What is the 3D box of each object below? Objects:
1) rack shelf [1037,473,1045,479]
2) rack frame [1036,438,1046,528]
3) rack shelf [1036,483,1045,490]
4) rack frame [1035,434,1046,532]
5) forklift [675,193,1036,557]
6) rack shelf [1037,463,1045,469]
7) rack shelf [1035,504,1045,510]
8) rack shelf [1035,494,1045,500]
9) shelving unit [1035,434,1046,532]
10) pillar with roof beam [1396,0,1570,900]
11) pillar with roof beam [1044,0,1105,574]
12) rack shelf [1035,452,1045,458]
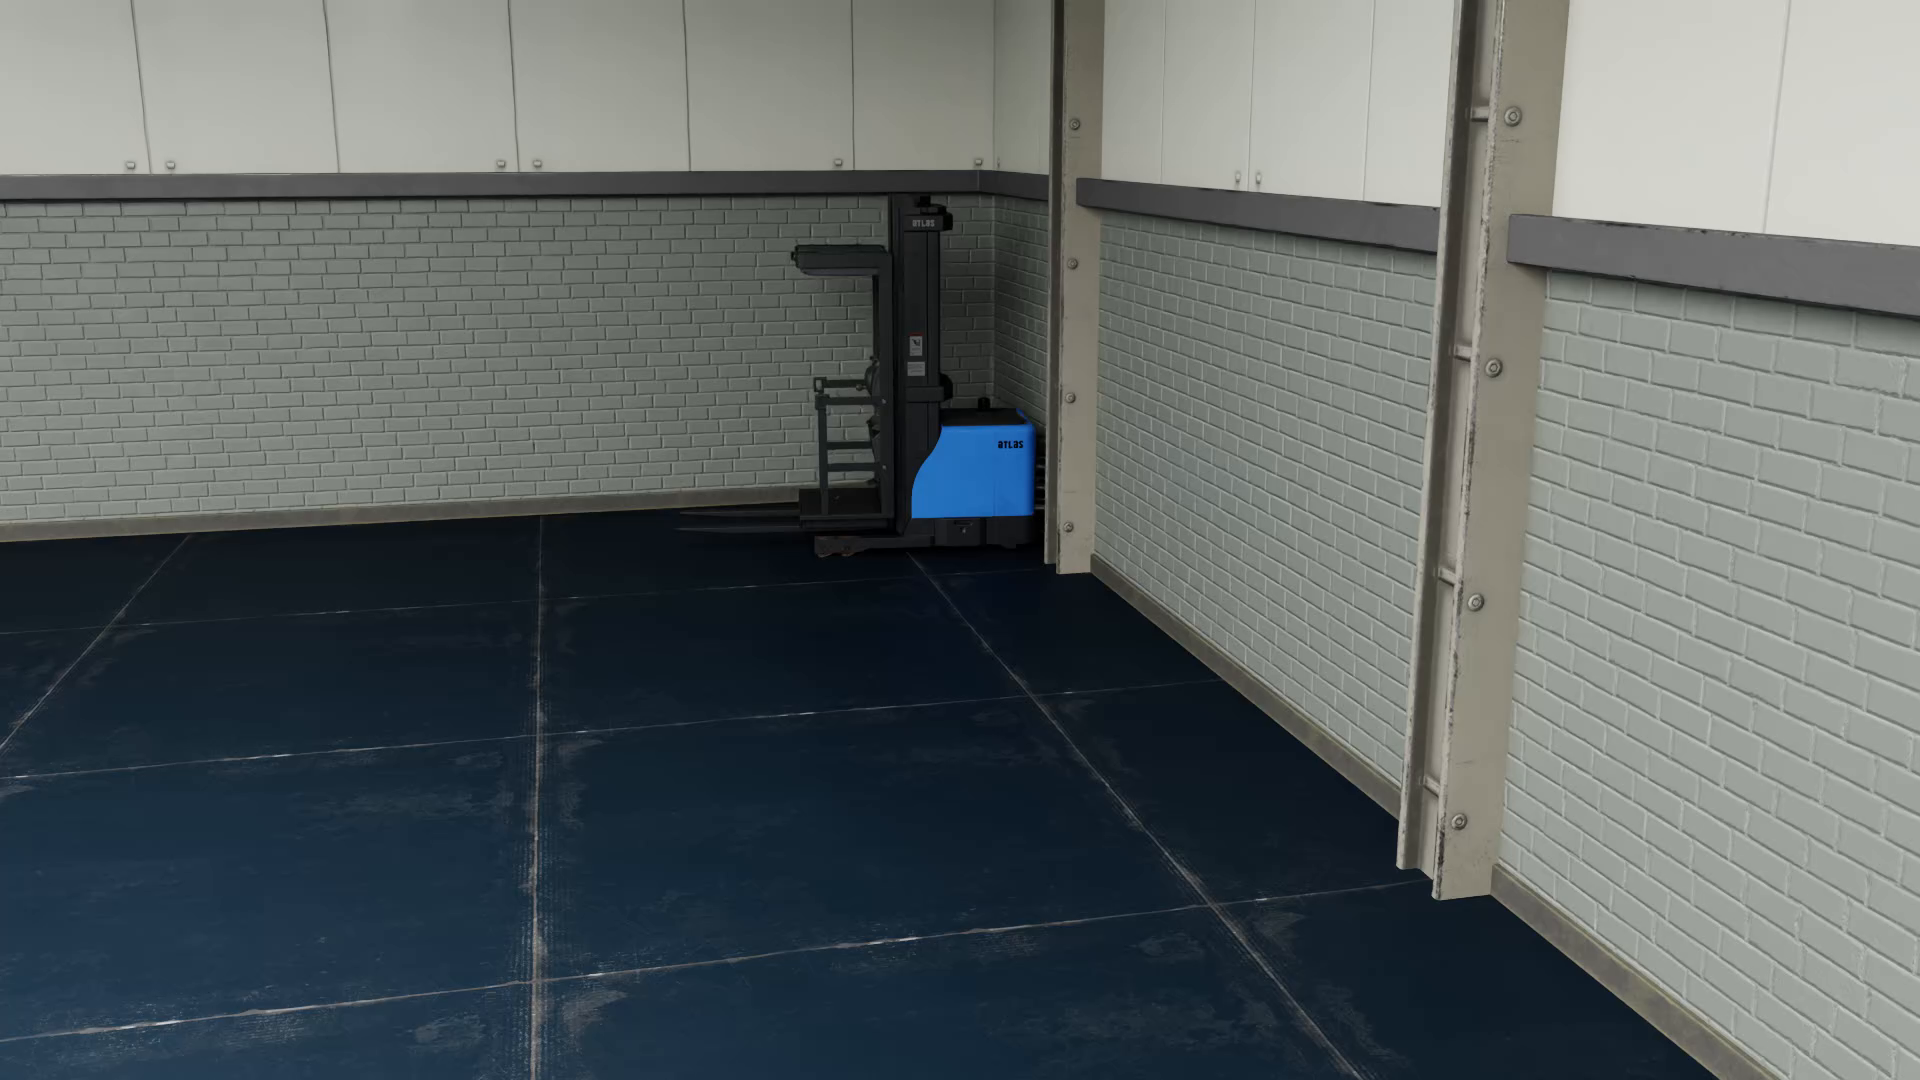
[{"bbox_3d":[0.730,-0.530,14.330,0.258,0.077,0.200,1,10,-12],"label":"rack shelf"},{"bbox_3d":[0.706,-0.492,14.438,0.240,0.900,0.006,1,10,-12],"label":"rack frame"},{"bbox_3d":[0.724,-0.441,14.345,0.258,0.077,0.200,1,10,-12],"label":"rack shelf"},{"bbox_3d":[0.747,-0.456,14.242,0.240,0.900,0.006,1,10,-12],"label":"rack frame"},{"bbox_3d":[-0.905,-1.413,14.035,3.031,2.935,1.130,-1,14,-6],"label":"forklift"},{"bbox_3d":[0.735,-0.618,14.315,0.258,0.077,0.200,1,10,-12],"label":"rack shelf"},{"bbox_3d":[0.714,-0.264,14.376,0.258,0.077,0.200,1,10,-12],"label":"rack shelf"},{"bbox_3d":[0.719,-0.352,14.361,0.258,0.077,0.200,1,10,-12],"label":"rack shelf"},{"bbox_3d":[0.726,-0.474,14.340,0.258,0.900,0.210,1,10,-12],"label":"shelving unit"},{"bbox_3d":[-1.888,-2.529,5.816,9.100,9.000,0.400,-3,14,-13],"label":"pillar with roof beam"},{"bbox_3d":[-3.297,-3.913,11.482,9.100,9.000,0.400,-3,14,-13],"label":"pillar with roof beam"},{"bbox_3d":[0.740,-0.707,14.300,0.258,0.077,0.200,1,10,-12],"label":"rack shelf"}]
